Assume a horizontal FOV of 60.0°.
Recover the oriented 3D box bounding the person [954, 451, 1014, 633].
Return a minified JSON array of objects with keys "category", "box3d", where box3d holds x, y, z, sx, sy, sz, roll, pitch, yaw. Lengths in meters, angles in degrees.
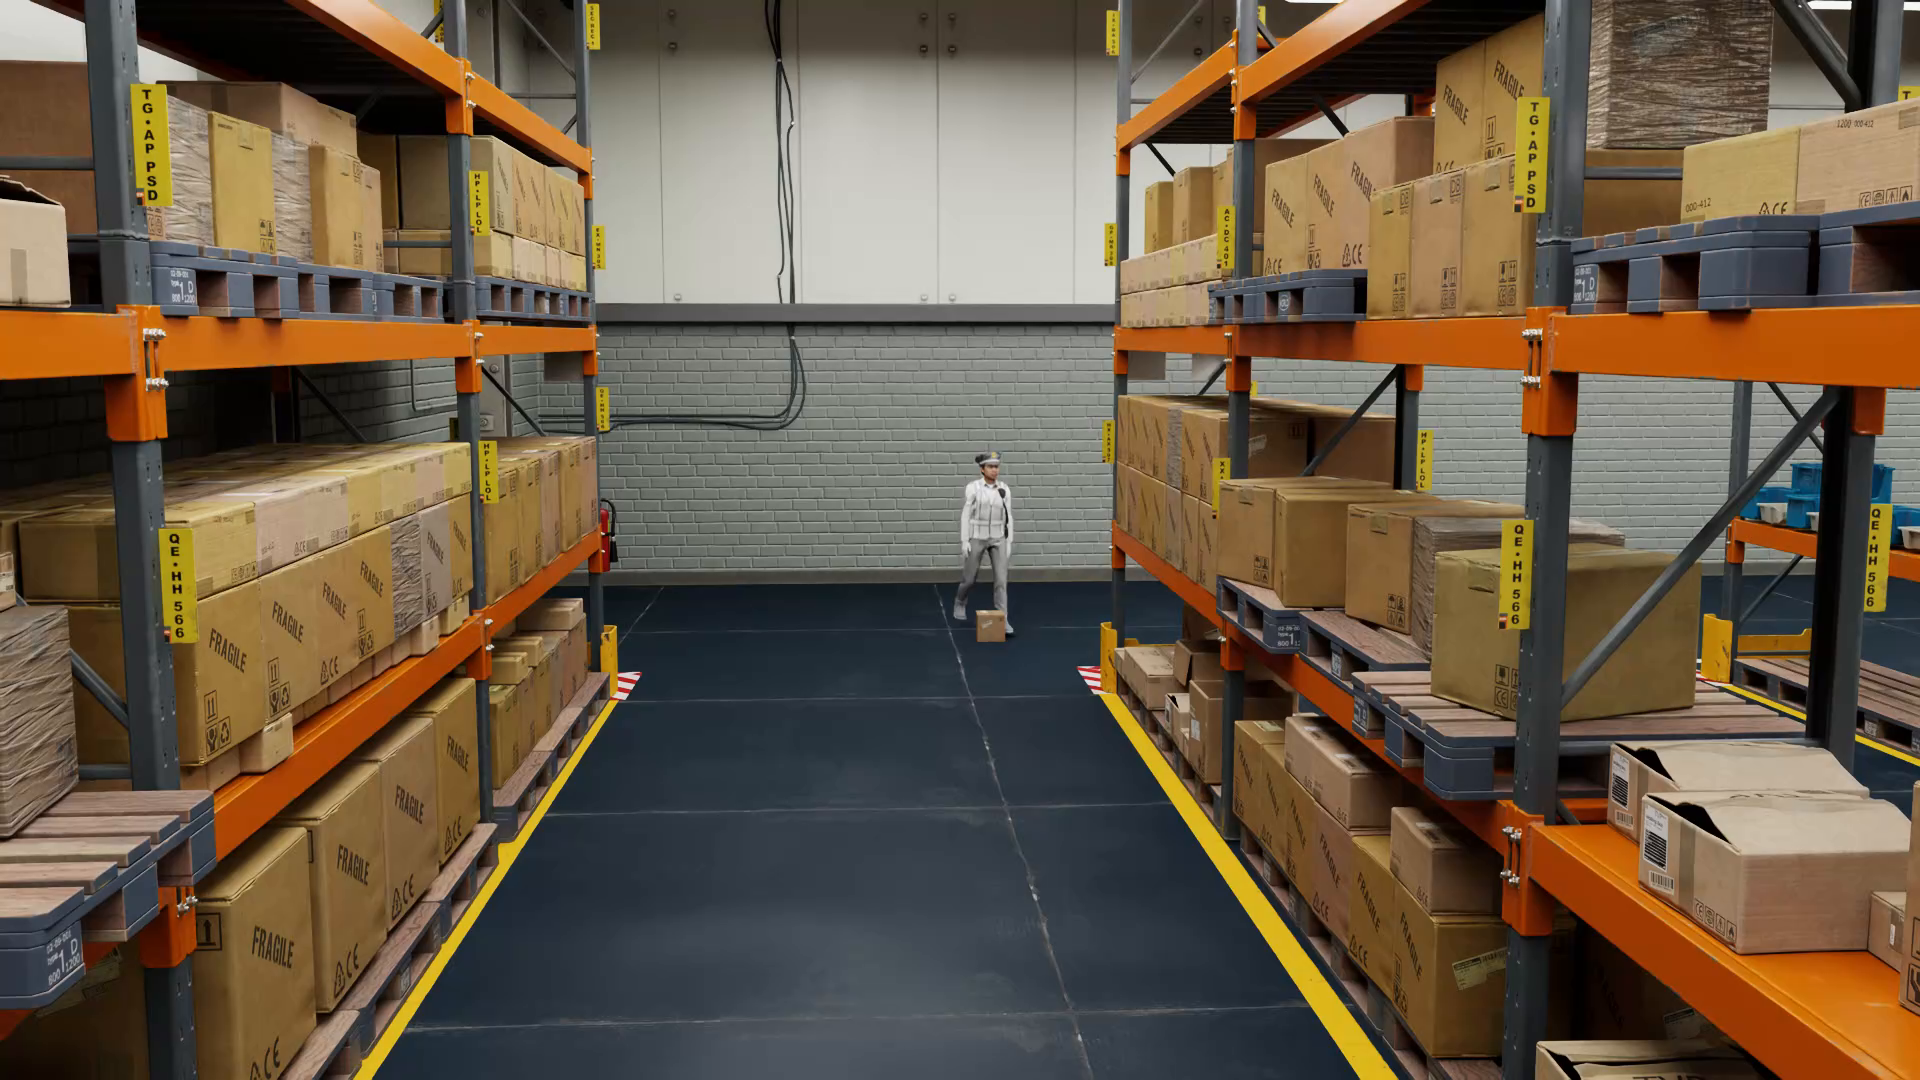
[{"category":"person","box3d":[0.247,-0.001,15.522,0.526,1.669,0.787,-1,7,-11]}]
